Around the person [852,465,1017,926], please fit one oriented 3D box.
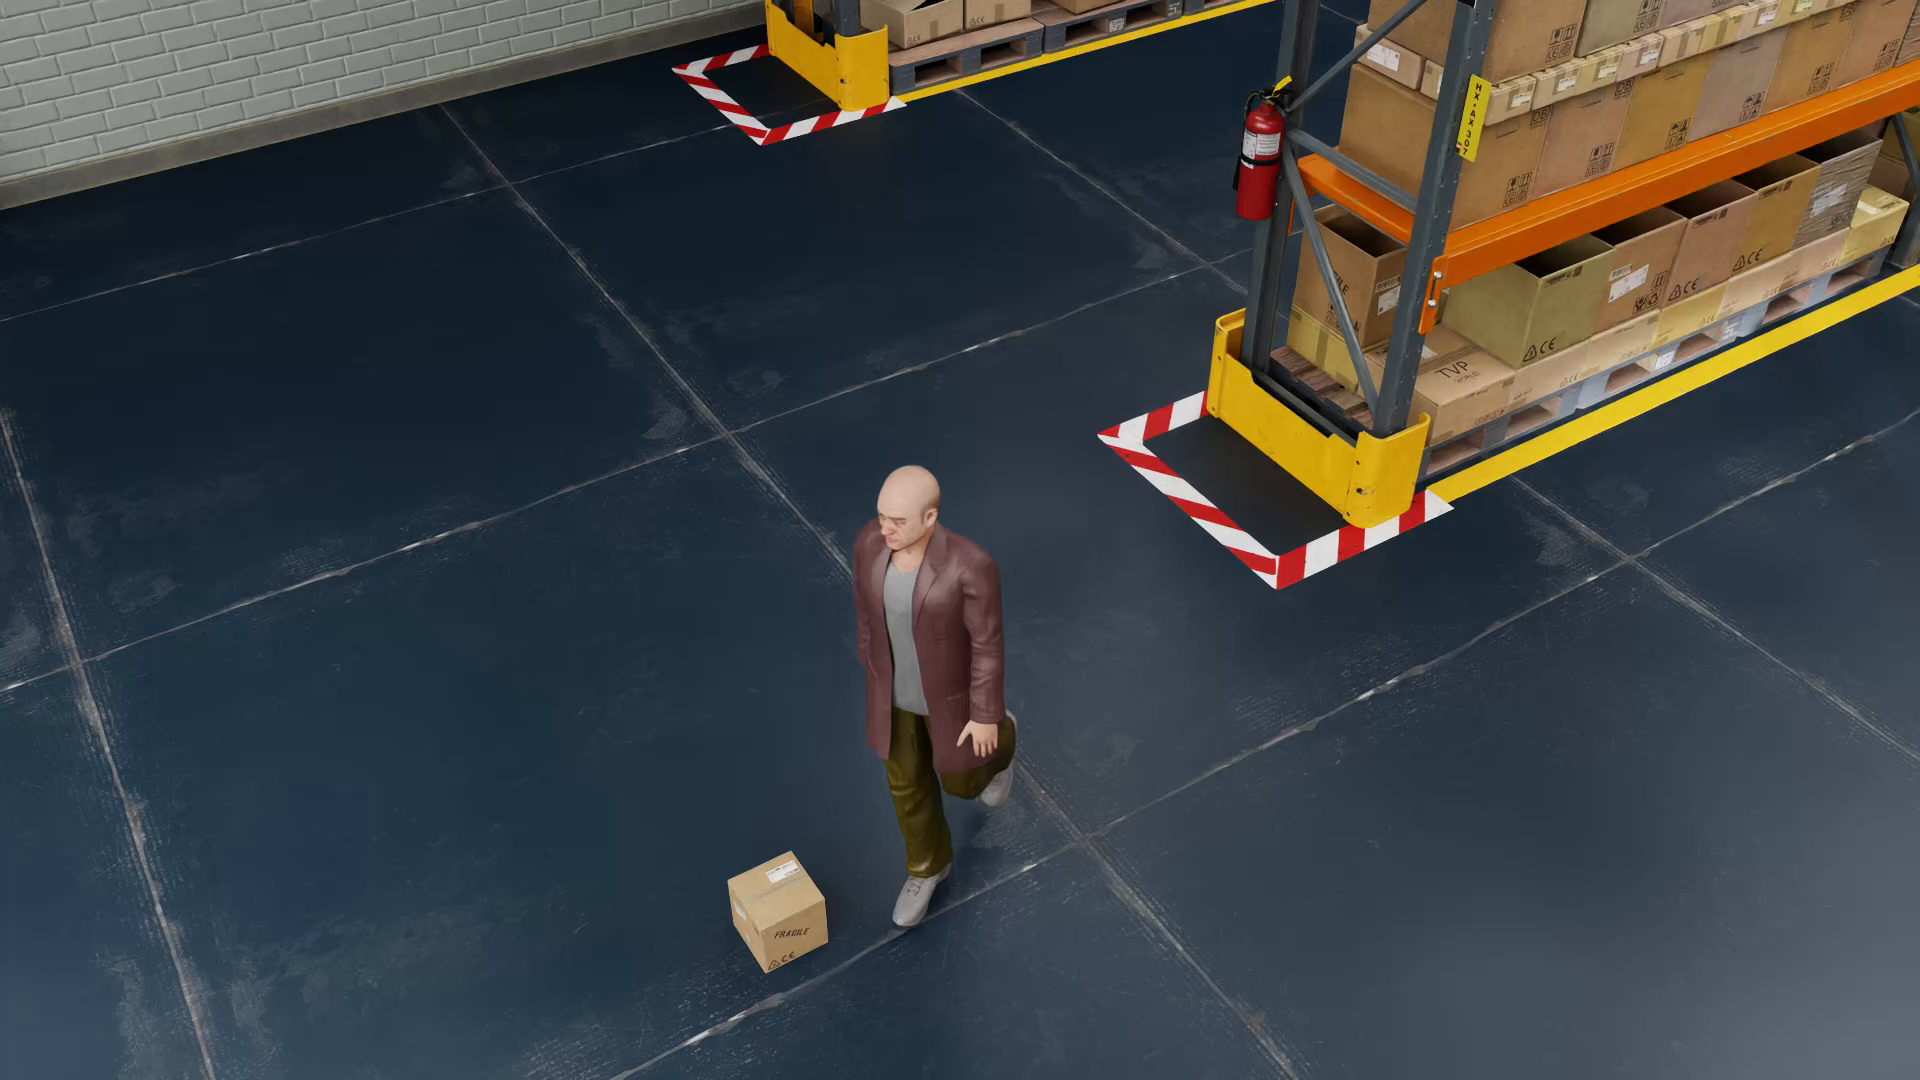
[{"bbox_3d":[-0.078,0.456,5.623,0.615,1.763,0.853,17,43,19],"label":"person"}]
